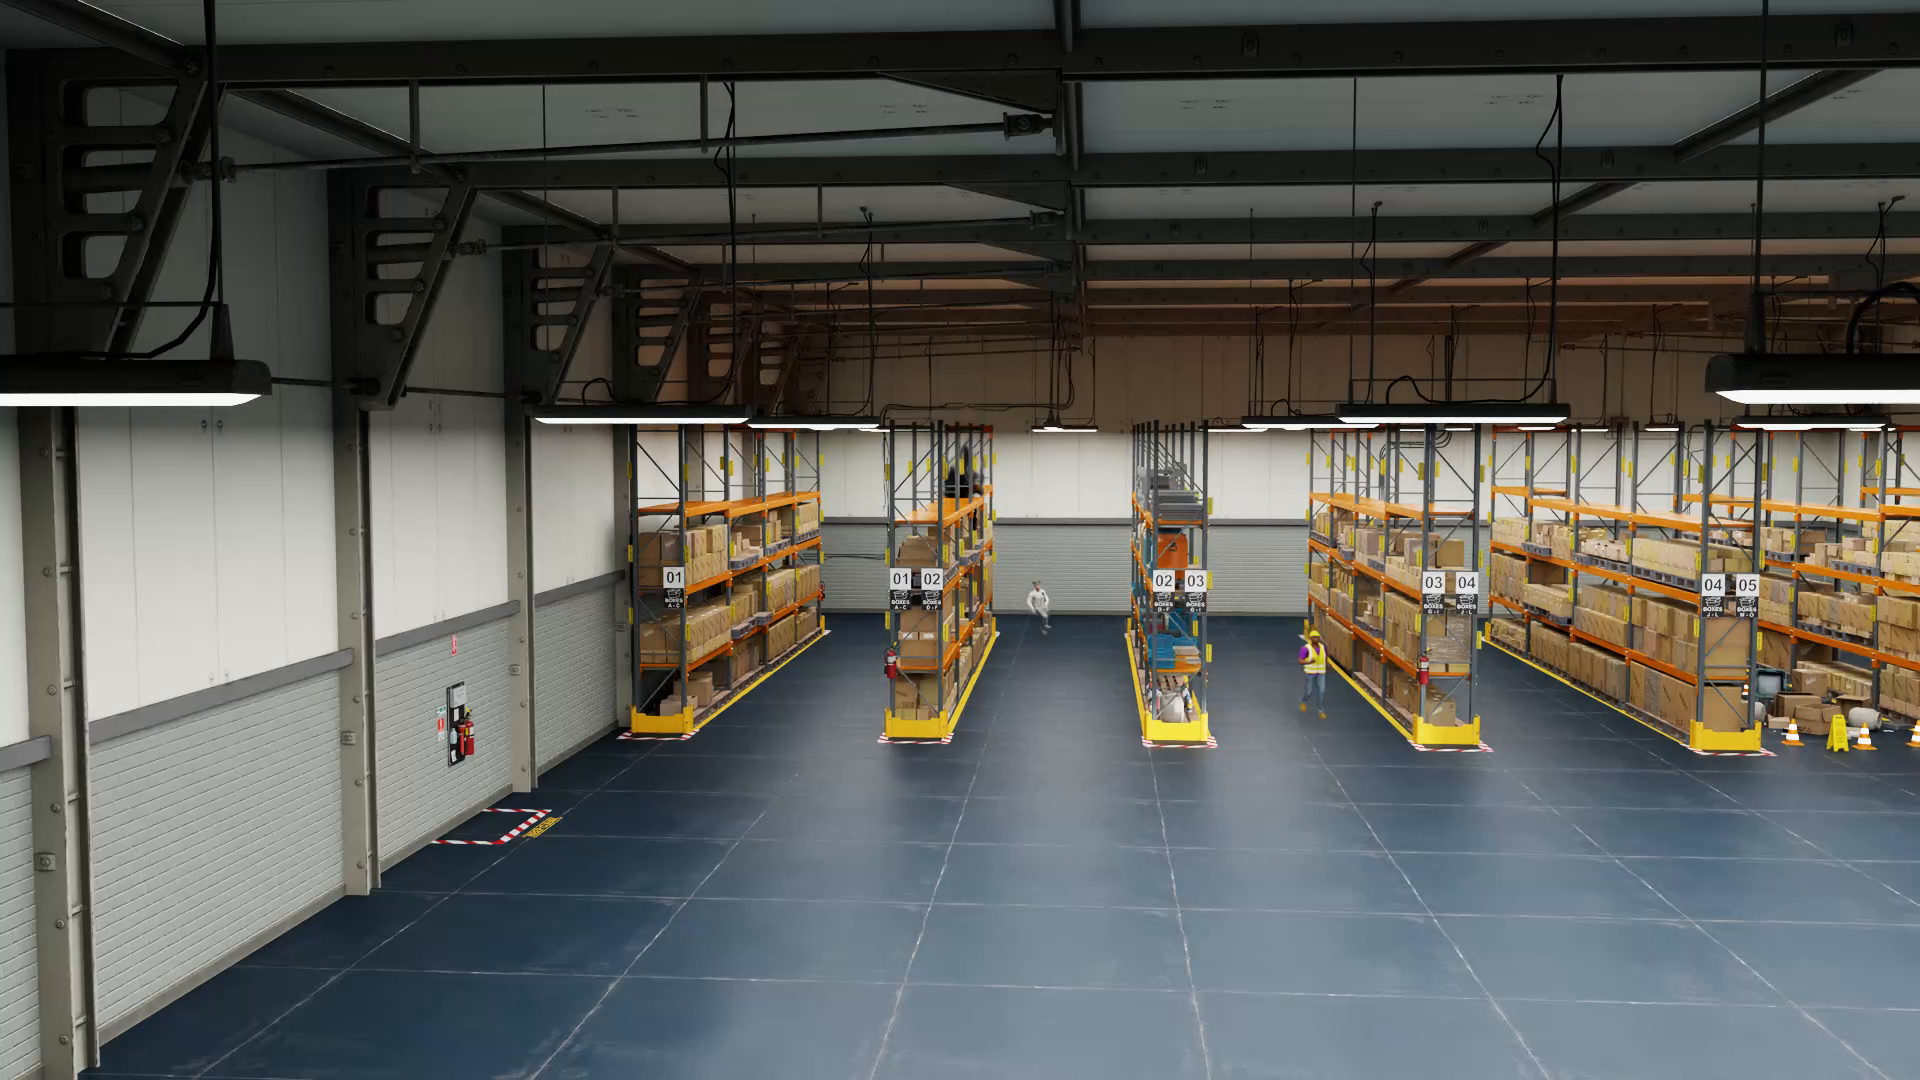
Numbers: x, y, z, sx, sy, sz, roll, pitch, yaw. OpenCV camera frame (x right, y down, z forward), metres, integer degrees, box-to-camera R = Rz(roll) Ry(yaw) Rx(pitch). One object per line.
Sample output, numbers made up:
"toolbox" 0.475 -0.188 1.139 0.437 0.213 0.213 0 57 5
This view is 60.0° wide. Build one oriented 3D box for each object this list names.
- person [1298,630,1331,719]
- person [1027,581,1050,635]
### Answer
"person" 7.176 2.698 33.641 0.712 1.744 0.961 -1 4 -9
"person" 2.216 1.917 46.757 0.668 1.578 0.742 -1 4 -17
